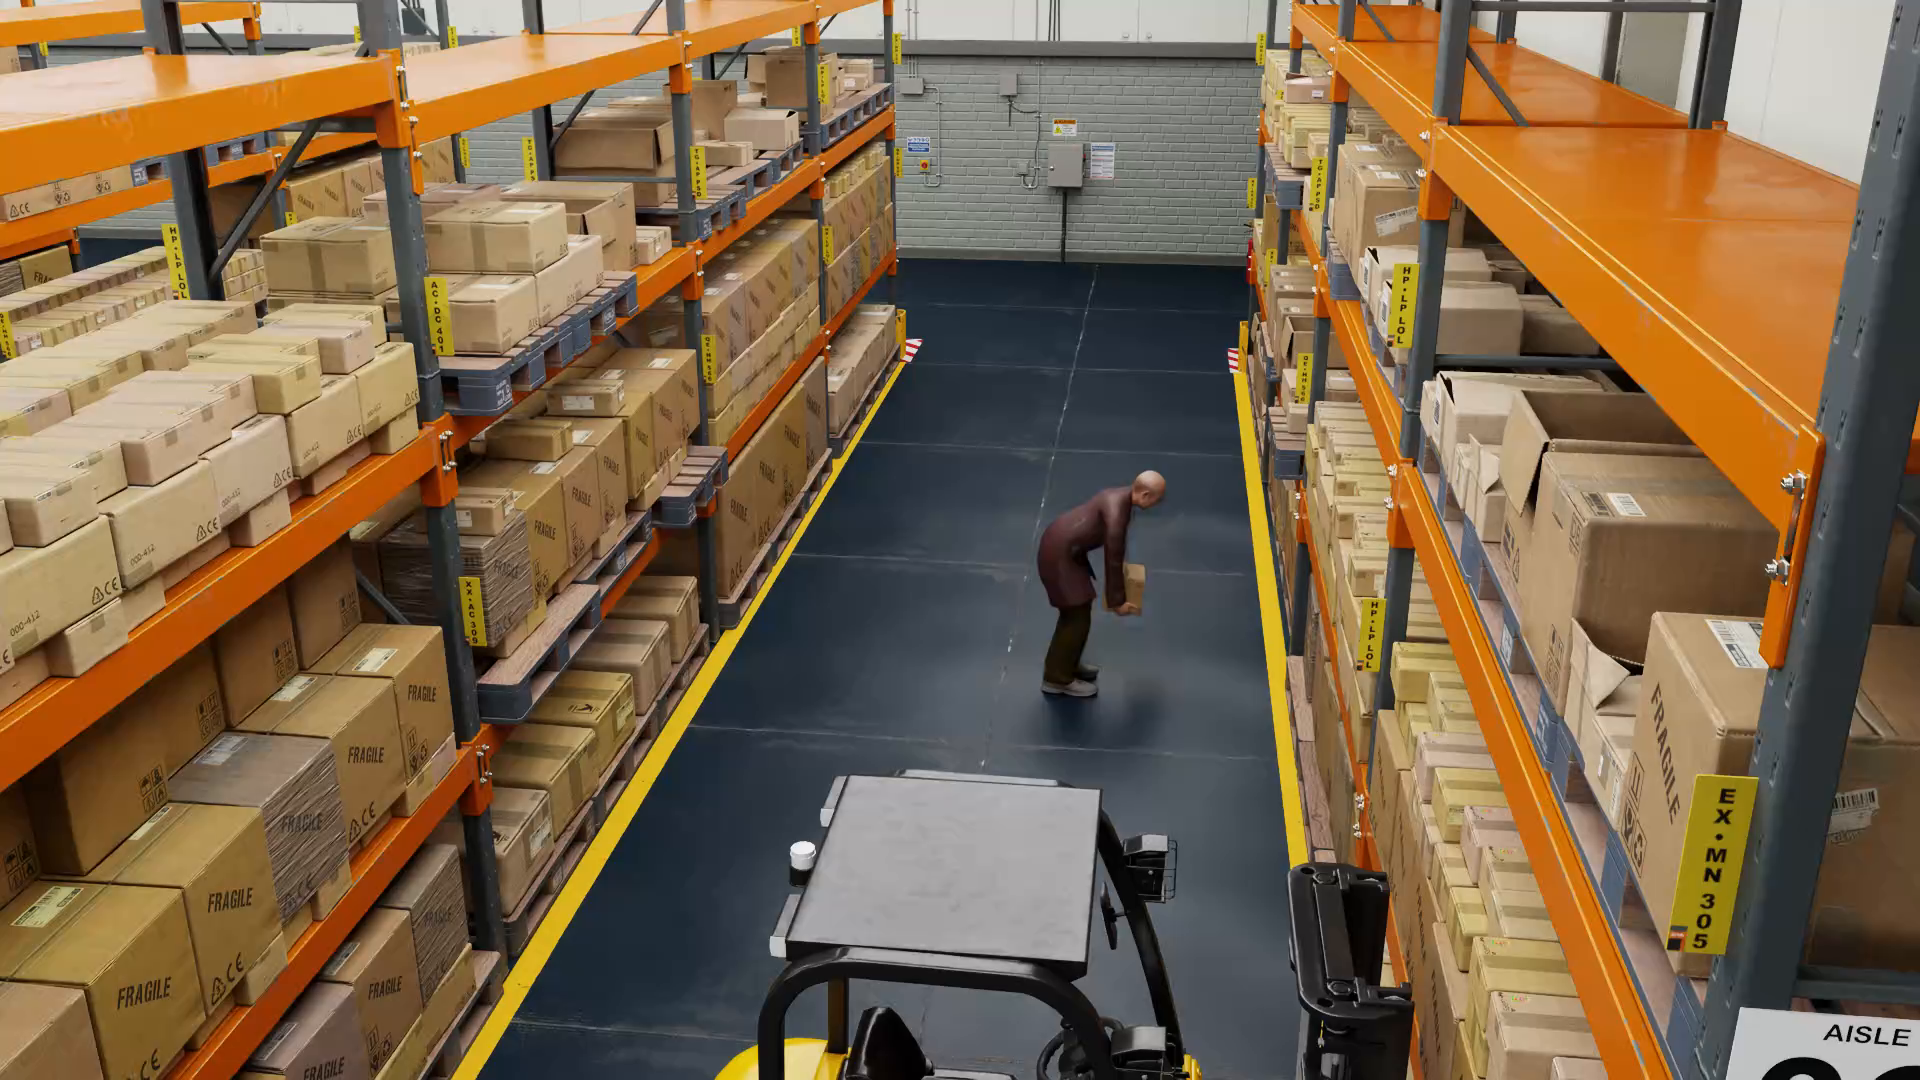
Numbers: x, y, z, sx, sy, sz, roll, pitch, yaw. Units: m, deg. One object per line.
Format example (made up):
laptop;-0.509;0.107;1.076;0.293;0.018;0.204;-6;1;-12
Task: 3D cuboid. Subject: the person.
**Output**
person;0.905;0.265;10.794;0.815;1.507;0.549;2;21;5
